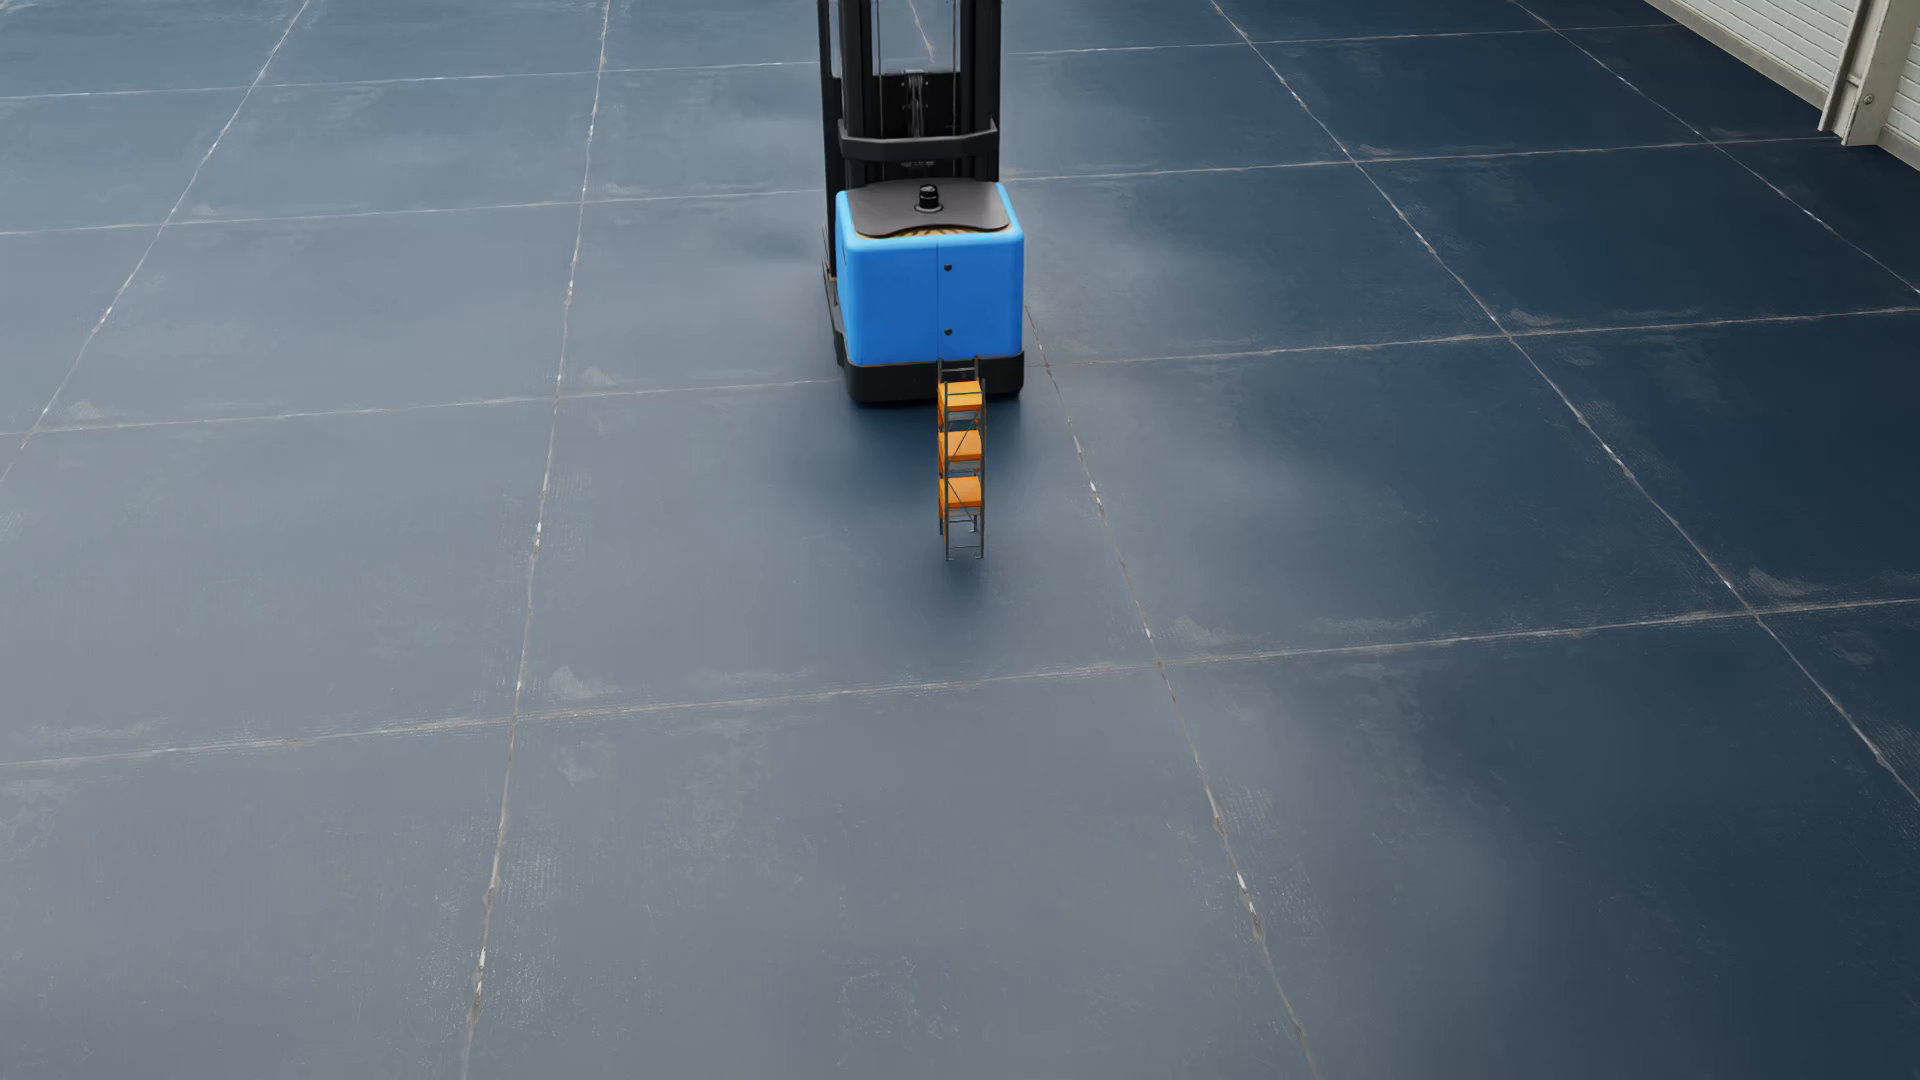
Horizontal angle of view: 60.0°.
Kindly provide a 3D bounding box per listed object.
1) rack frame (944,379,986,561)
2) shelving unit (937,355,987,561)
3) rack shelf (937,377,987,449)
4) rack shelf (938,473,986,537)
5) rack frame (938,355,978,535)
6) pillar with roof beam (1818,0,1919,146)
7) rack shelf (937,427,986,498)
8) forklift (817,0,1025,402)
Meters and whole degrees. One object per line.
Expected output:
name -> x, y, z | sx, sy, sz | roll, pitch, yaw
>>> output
rack frame -> 0.024, -0.336, 8.311 | 0.200, 1.050, 0.008 | -4, 35, -6
shelving unit -> 0.007, -0.404, 8.411 | 0.215, 1.050, 0.252 | -4, 35, -6
rack shelf -> 0.007, -0.630, 8.257 | 0.215, 0.259, 0.240 | -4, 35, -6
rack shelf -> 0.007, -0.166, 8.573 | 0.215, 0.259, 0.240 | -4, 35, -6
rack frame -> -0.009, -0.472, 8.510 | 0.200, 1.050, 0.008 | -4, 35, -6
pillar with roof beam -> 2.996, -6.693, 10.581 | 9.100, 9.000, 0.400 | -4, 35, -6
rack shelf -> 0.007, -0.395, 8.416 | 0.215, 0.259, 0.240 | -4, 35, -6
forklift -> -0.333, -2.841, 10.317 | 1.130, 2.935, 3.031 | -4, 35, -7
